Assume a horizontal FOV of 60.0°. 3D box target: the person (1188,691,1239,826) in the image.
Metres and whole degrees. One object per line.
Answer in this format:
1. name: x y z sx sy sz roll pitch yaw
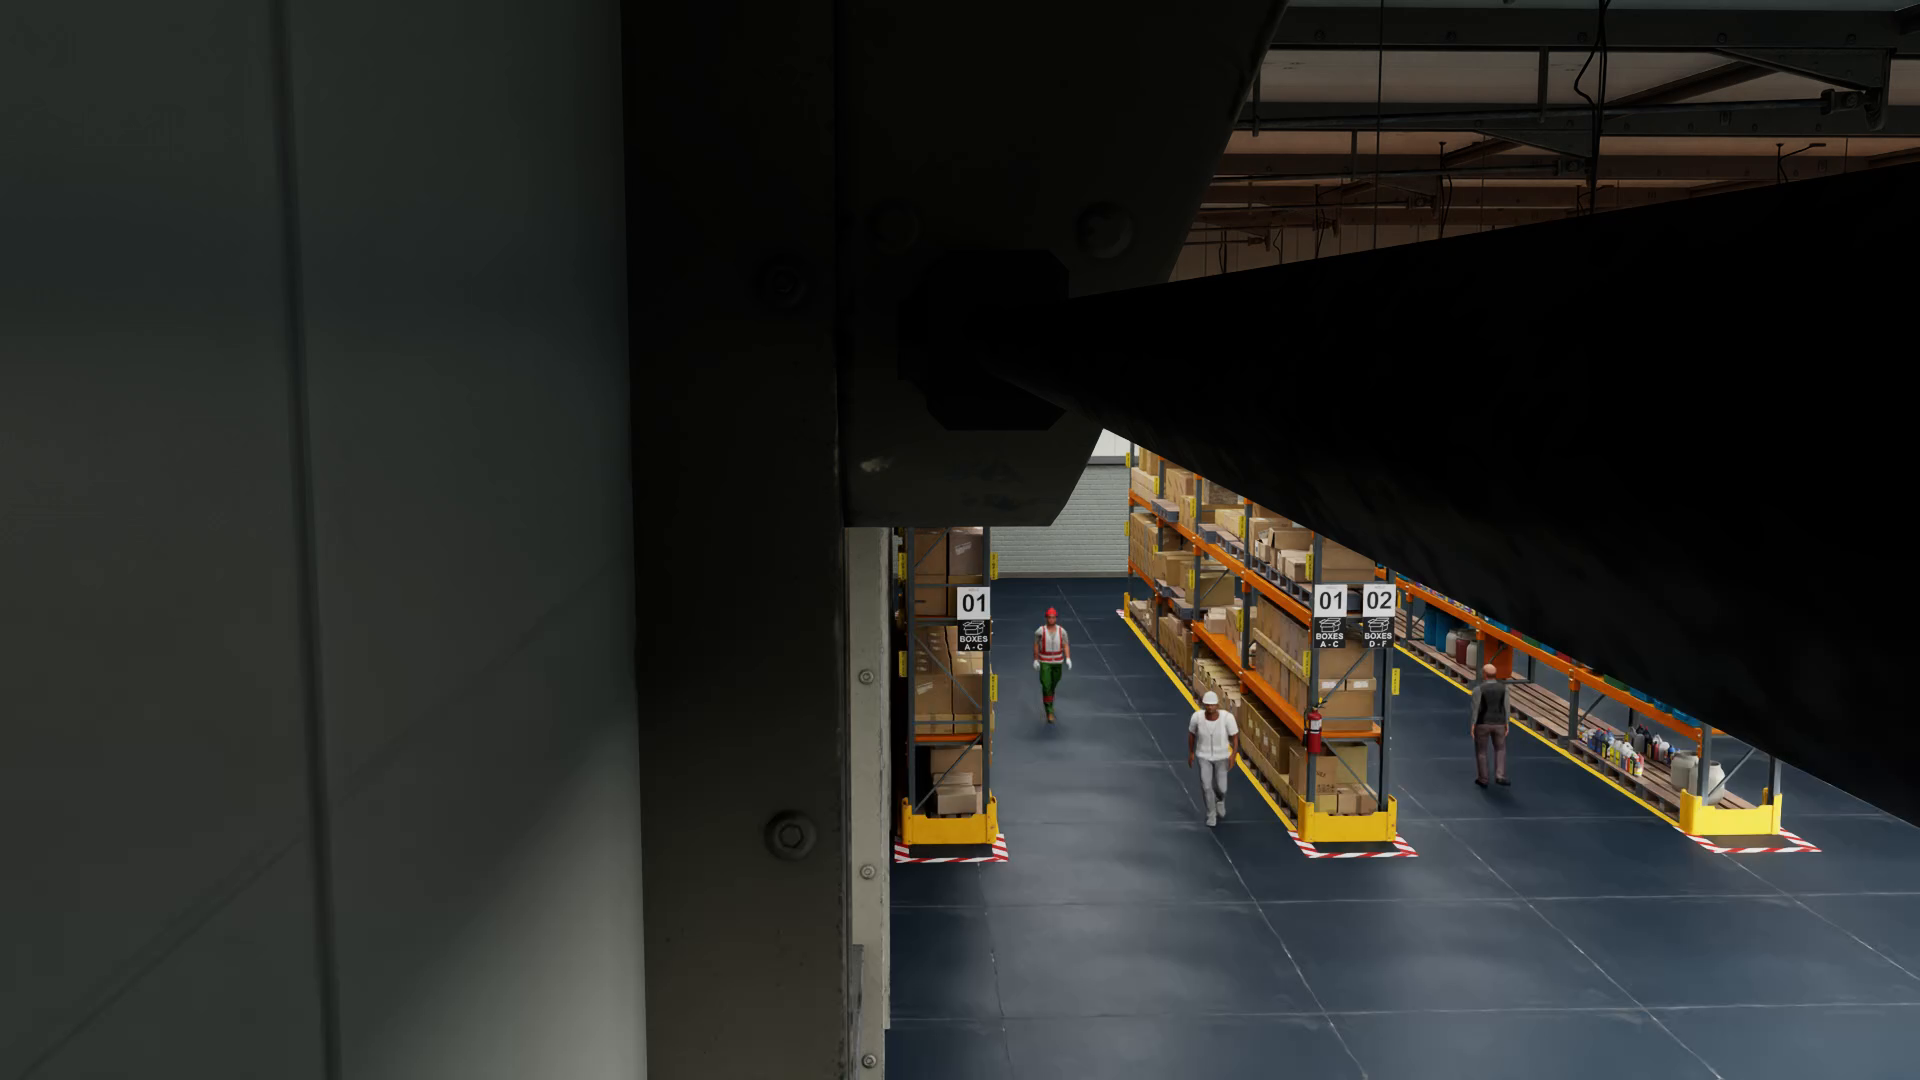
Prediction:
1. person: 3.242 2.757 21.266 0.634 1.739 0.673 2 7 12

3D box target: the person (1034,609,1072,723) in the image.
1. person: 1.516 1.997 26.948 0.539 1.748 0.969 -2 8 -15

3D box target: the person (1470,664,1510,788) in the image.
1. person: 7.290 2.563 22.874 0.565 1.720 0.537 0 7 -1
